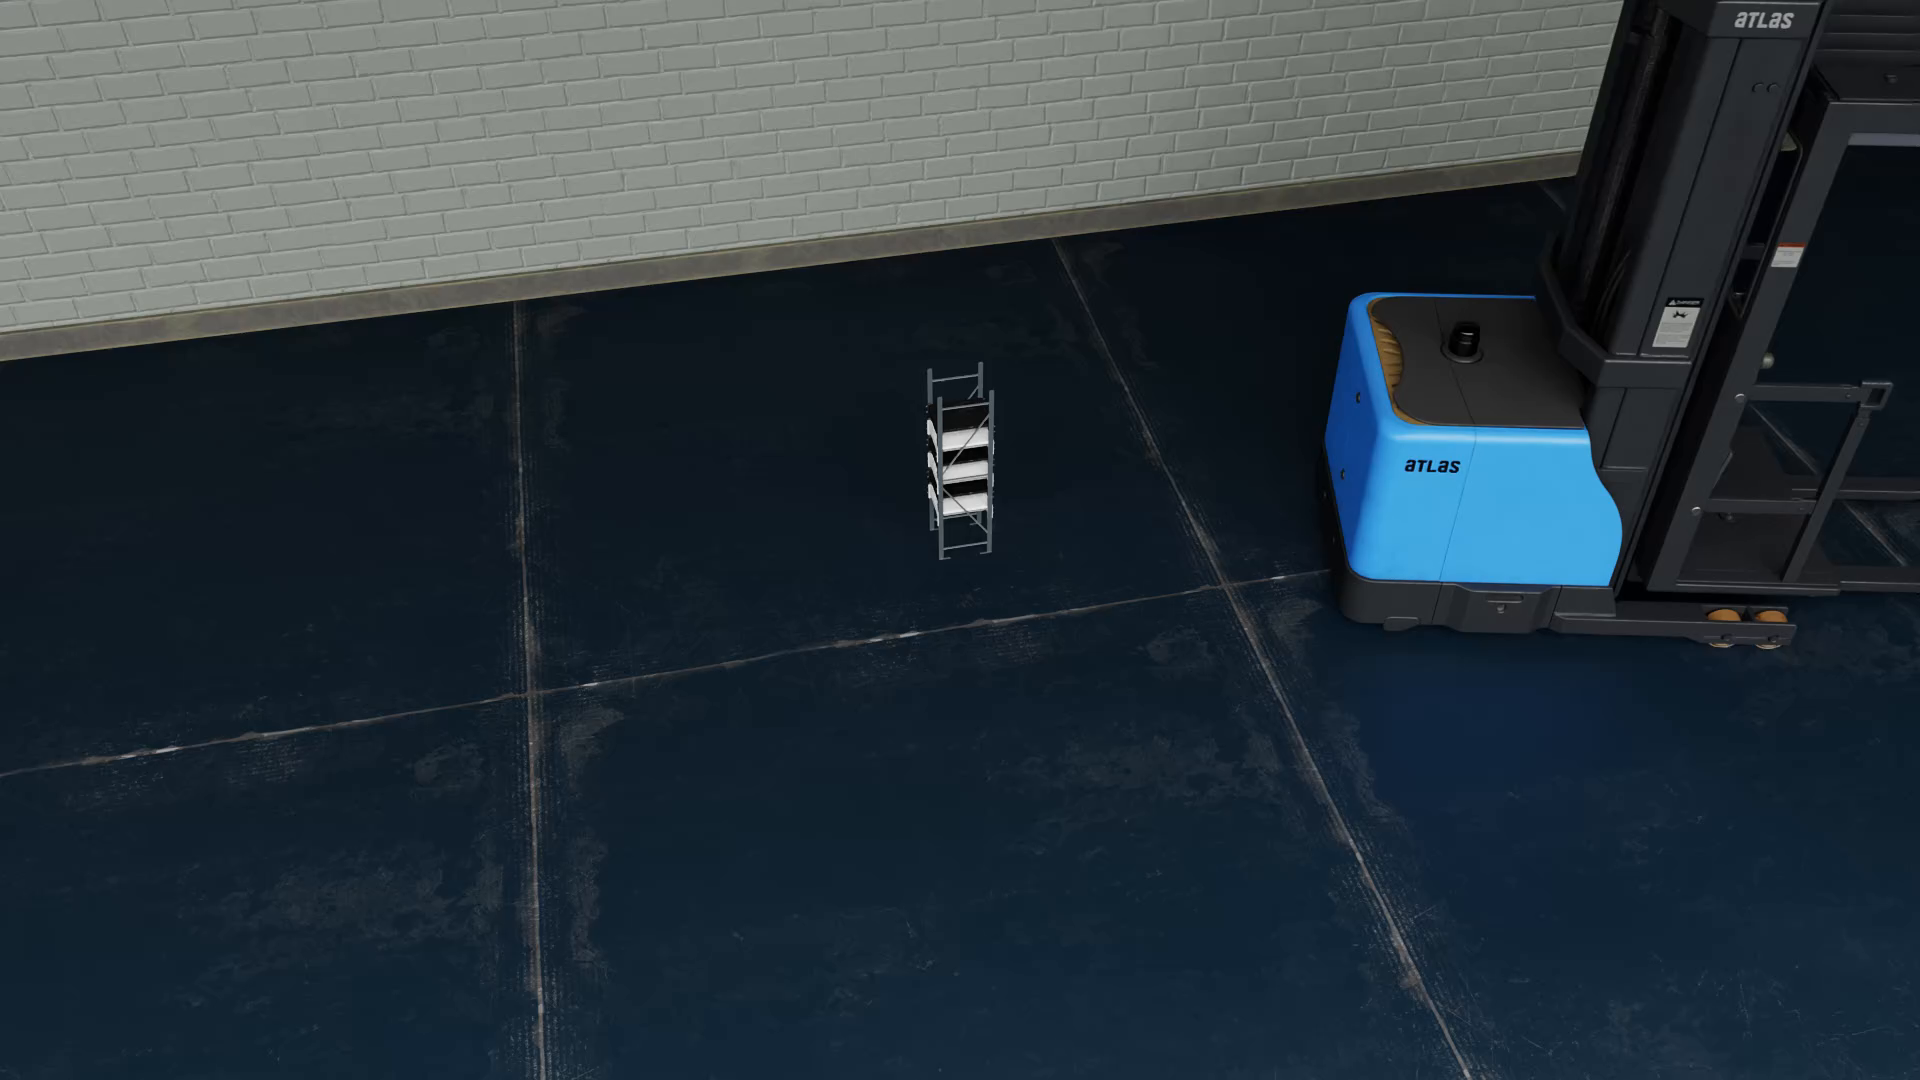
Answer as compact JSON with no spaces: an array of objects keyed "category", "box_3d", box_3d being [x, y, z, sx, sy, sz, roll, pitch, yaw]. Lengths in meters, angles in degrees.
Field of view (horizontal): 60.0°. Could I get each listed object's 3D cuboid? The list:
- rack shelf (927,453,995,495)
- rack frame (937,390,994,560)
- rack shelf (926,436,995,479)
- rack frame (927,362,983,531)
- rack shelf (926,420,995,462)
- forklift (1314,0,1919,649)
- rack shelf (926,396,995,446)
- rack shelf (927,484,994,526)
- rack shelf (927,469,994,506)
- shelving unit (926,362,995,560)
[{"category":"rack shelf","box_3d":[0.002,-0.306,7.249,0.258,0.077,0.200,-8,42,-9]},{"category":"rack frame","box_3d":[0.024,-0.265,7.153,0.240,0.900,0.006,-8,42,-9]},{"category":"rack shelf","box_3d":[0.002,-0.374,7.189,0.258,0.077,0.200,-8,42,-9]},{"category":"rack frame","box_3d":[-0.020,-0.397,7.301,0.240,0.900,0.006,-8,42,-9]},{"category":"rack shelf","box_3d":[0.002,-0.441,7.130,0.258,0.077,0.200,-8,42,-9]},{"category":"forklift","box_3d":[3.144,-1.000,6.451,3.031,2.935,1.130,2,42,2]},{"category":"rack shelf","box_3d":[0.002,-0.508,7.070,0.258,0.077,0.200,-8,42,-9]},{"category":"rack shelf","box_3d":[0.002,-0.172,7.369,0.258,0.077,0.200,-8,42,-9]},{"category":"rack shelf","box_3d":[0.002,-0.239,7.309,0.258,0.077,0.200,-8,42,-9]},{"category":"shelving unit","box_3d":[0.002,-0.331,7.227,0.258,0.900,0.210,-8,42,-9]}]
